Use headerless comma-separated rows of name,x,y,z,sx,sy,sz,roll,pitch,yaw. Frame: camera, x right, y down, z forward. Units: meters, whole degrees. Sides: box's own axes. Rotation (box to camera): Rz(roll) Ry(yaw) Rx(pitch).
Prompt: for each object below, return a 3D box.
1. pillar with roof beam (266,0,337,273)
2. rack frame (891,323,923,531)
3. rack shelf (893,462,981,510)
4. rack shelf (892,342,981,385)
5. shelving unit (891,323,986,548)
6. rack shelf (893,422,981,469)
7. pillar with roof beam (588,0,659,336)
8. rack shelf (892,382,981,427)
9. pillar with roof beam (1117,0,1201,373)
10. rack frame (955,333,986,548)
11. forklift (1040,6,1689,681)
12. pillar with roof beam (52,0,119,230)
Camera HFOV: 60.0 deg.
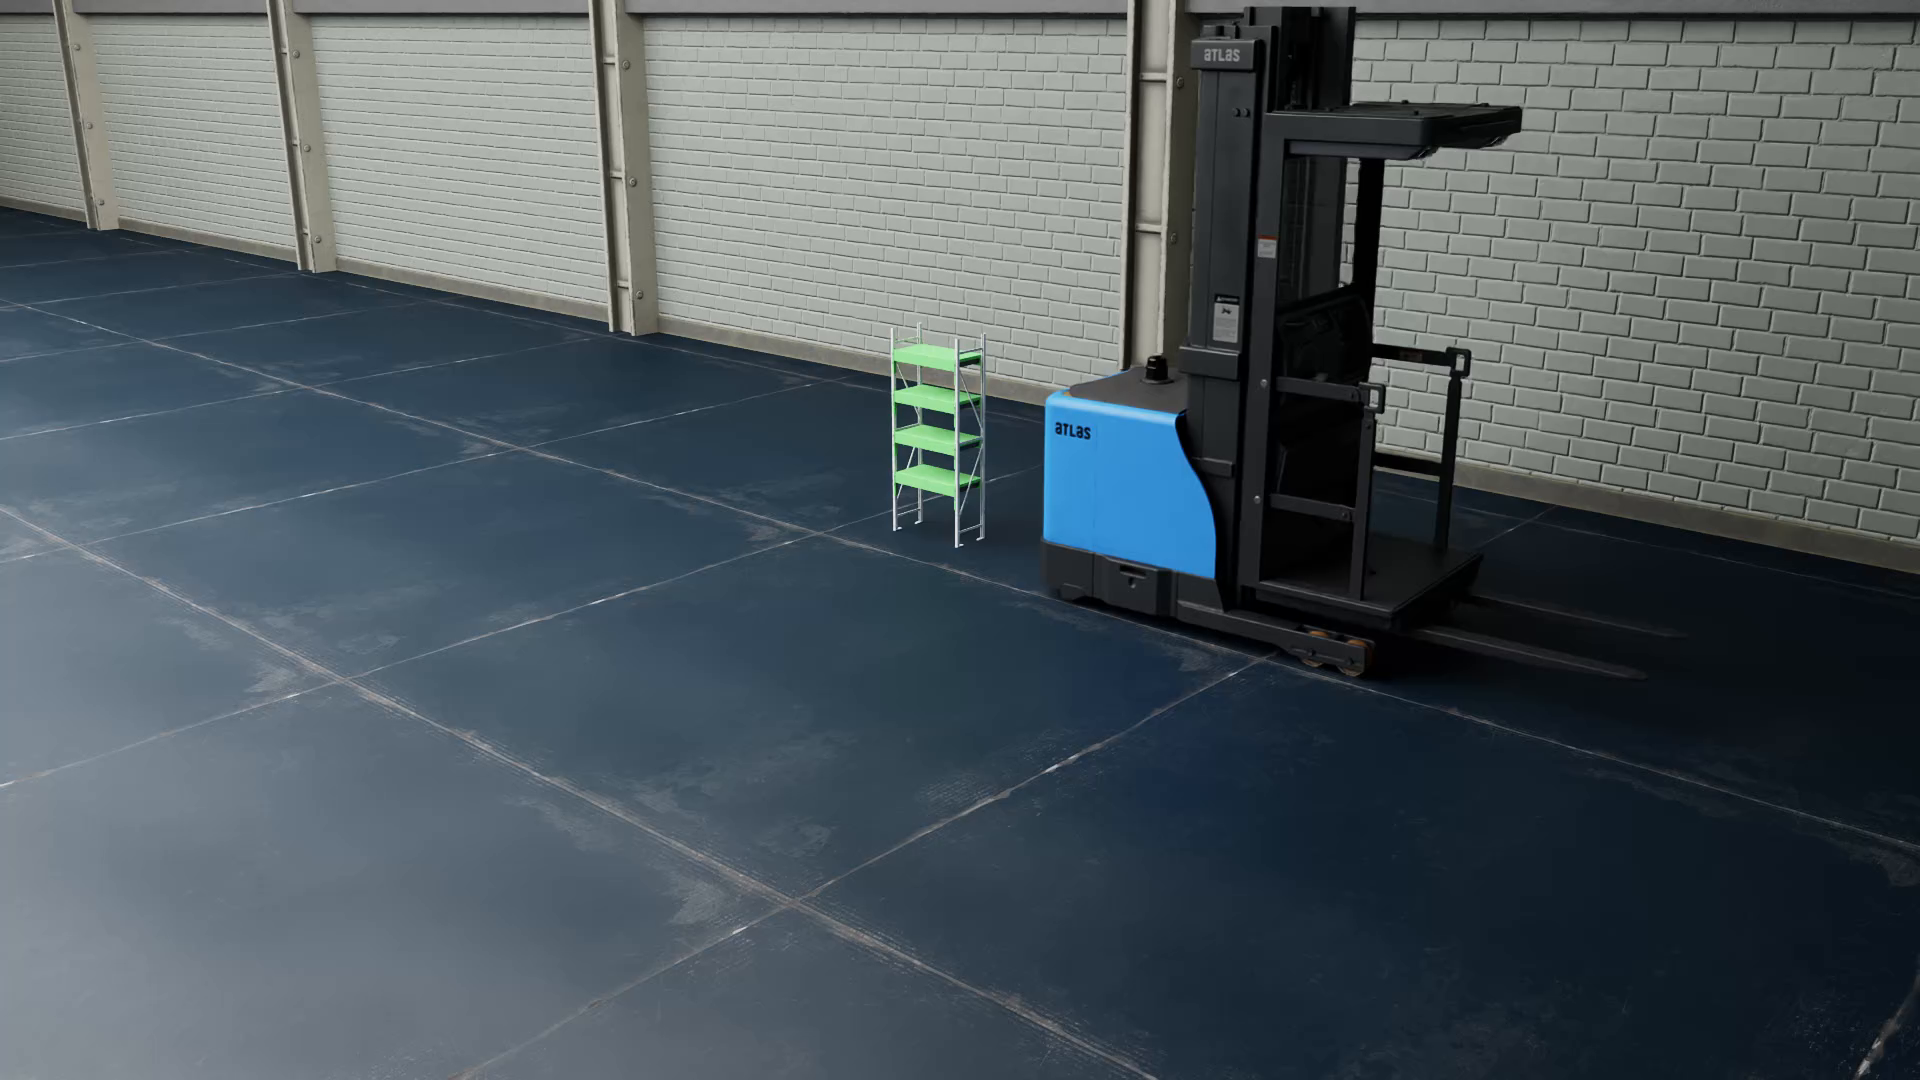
pillar with roof beam,-10.454,-6.515,15.265,0.400,9.000,9.100,15,23,39
rack frame,-0.306,-0.654,9.689,0.015,1.200,0.240,15,23,39
rack shelf,-0.124,-0.315,9.627,0.480,0.148,0.258,15,23,39
rack shelf,-0.124,-1.002,9.409,0.480,0.148,0.258,15,23,39
shelving unit,-0.124,-0.605,9.535,0.503,1.200,0.258,15,23,39
rack shelf,-0.124,-0.544,9.554,0.480,0.148,0.258,15,23,39
pillar with roof beam,-5.966,-5.311,11.469,0.400,9.000,9.100,15,23,39
rack shelf,-0.124,-0.773,9.482,0.480,0.148,0.258,15,23,39
pillar with roof beam,-1.479,-4.106,7.673,0.400,9.000,9.100,15,23,39
rack frame,0.059,-0.556,9.381,0.015,1.200,0.240,15,23,39
forklift,1.894,-0.952,7.767,3.031,2.935,1.130,13,22,35
pillar with roof beam,-14.942,-7.720,19.061,0.400,9.000,9.100,15,23,39
